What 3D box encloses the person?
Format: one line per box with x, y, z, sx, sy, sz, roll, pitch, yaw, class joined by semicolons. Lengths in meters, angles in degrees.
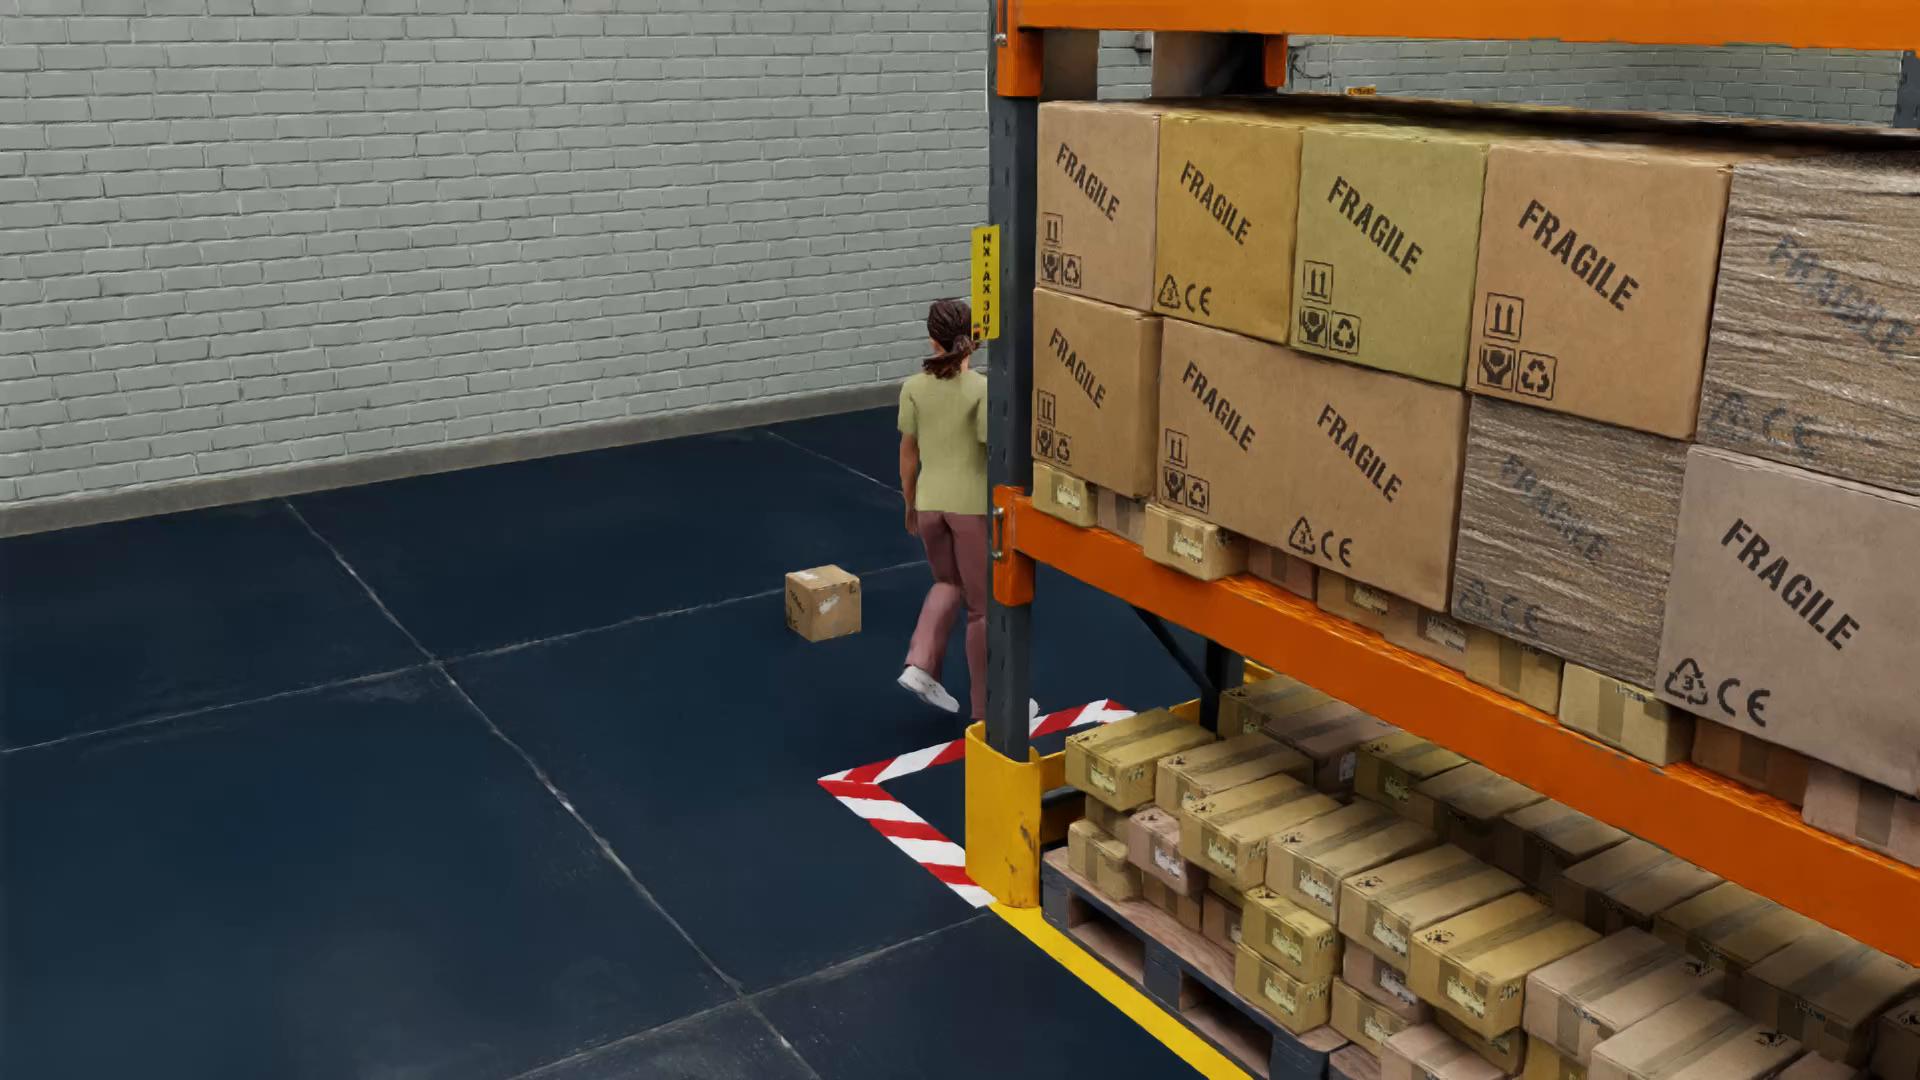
-0.018;-0.074;6.267;0.535;1.653;0.503;11;21;29;person
